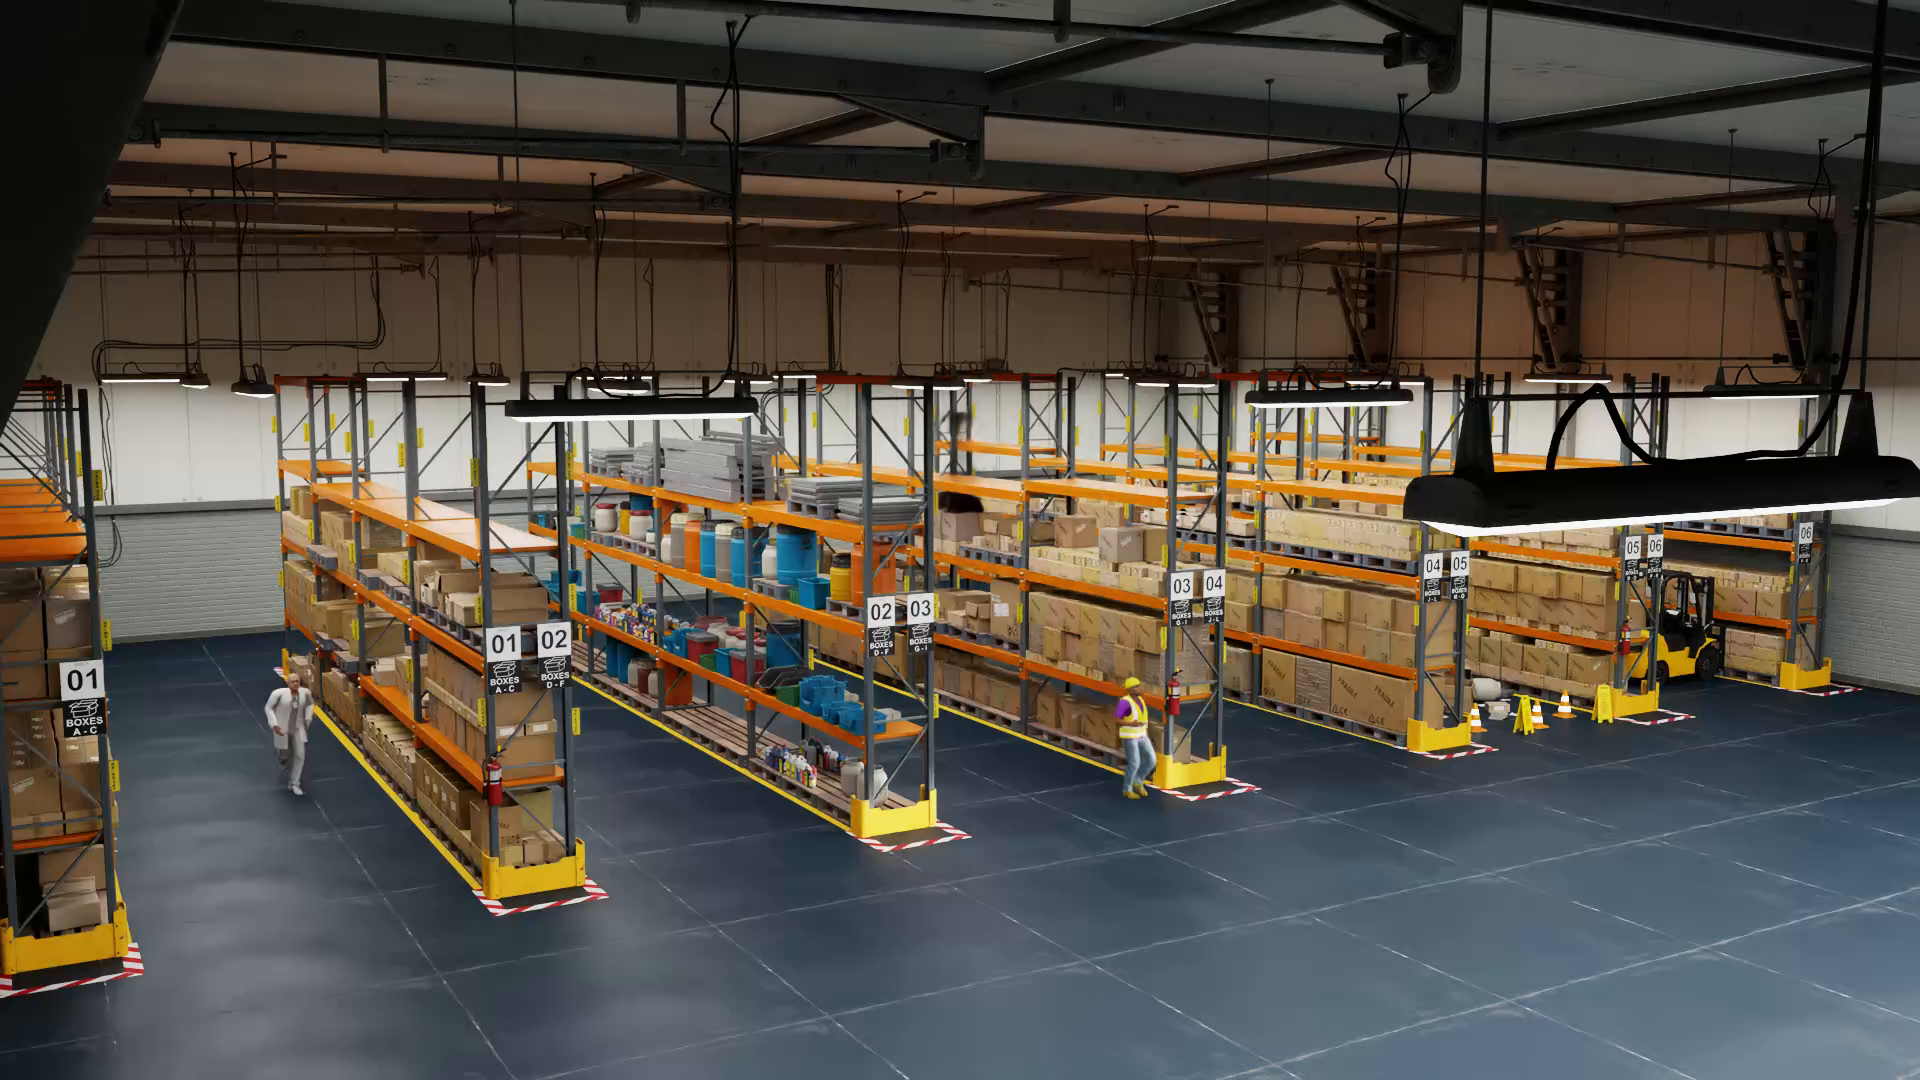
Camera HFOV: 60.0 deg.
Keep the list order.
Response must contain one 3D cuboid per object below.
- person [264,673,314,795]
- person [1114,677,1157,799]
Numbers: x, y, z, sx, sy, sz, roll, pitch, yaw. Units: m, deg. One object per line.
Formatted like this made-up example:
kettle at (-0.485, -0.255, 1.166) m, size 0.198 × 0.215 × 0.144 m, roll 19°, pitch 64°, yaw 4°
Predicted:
person at (-9.868, 2.813, 24.504) m, size 0.718 × 1.773 × 1.002 m, roll -4°, pitch 8°, yaw -34°
person at (2.531, 2.847, 23.923) m, size 0.582 × 1.748 × 0.687 m, roll 6°, pitch 9°, yaw 44°
